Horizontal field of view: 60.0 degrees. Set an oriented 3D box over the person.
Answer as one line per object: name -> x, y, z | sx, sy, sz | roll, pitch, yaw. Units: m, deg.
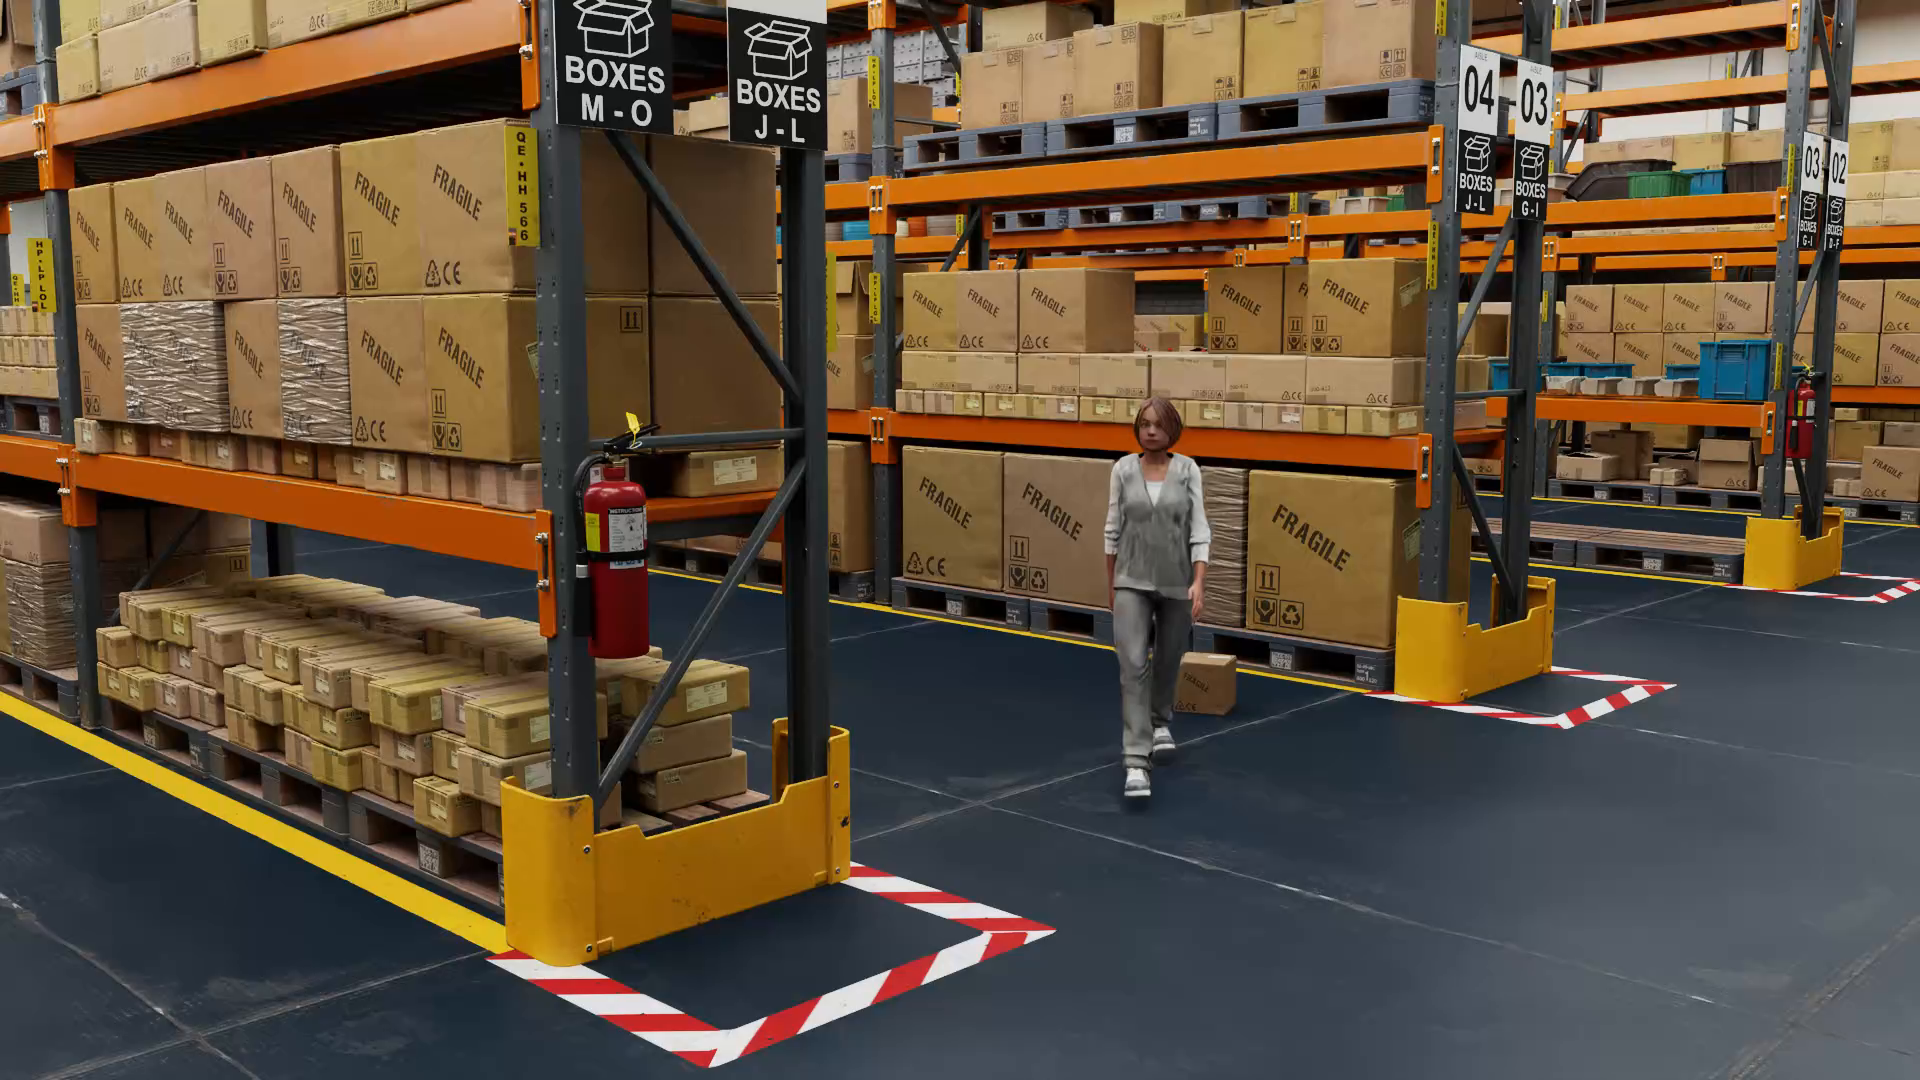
person -> 0.795, 0.189, 6.723 | 0.423, 1.531, 0.976 | 0, 7, 4
